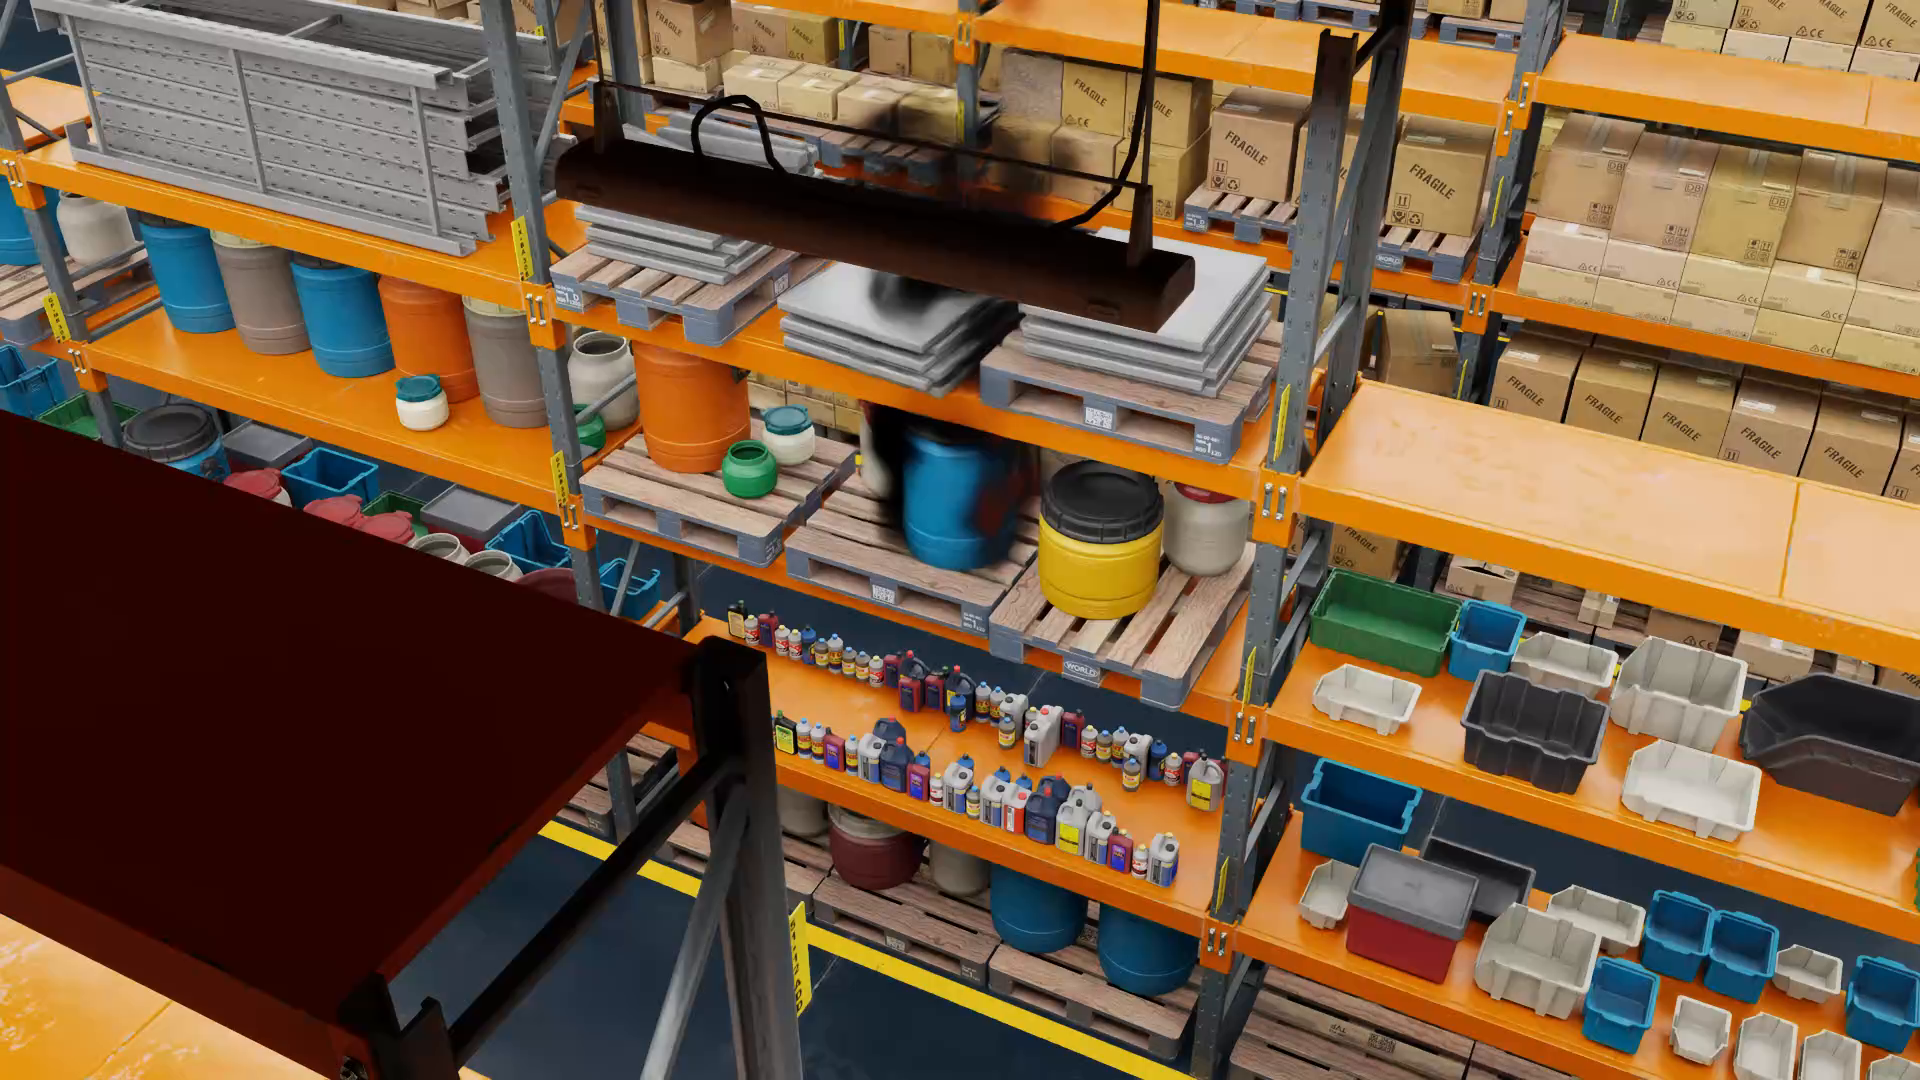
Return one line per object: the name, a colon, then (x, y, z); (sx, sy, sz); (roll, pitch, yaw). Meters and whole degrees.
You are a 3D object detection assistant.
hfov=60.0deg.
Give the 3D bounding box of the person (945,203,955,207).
person: (-0.056, -2.506, 16.068); (0.831, 1.591, 0.539); (11, 37, 15)
